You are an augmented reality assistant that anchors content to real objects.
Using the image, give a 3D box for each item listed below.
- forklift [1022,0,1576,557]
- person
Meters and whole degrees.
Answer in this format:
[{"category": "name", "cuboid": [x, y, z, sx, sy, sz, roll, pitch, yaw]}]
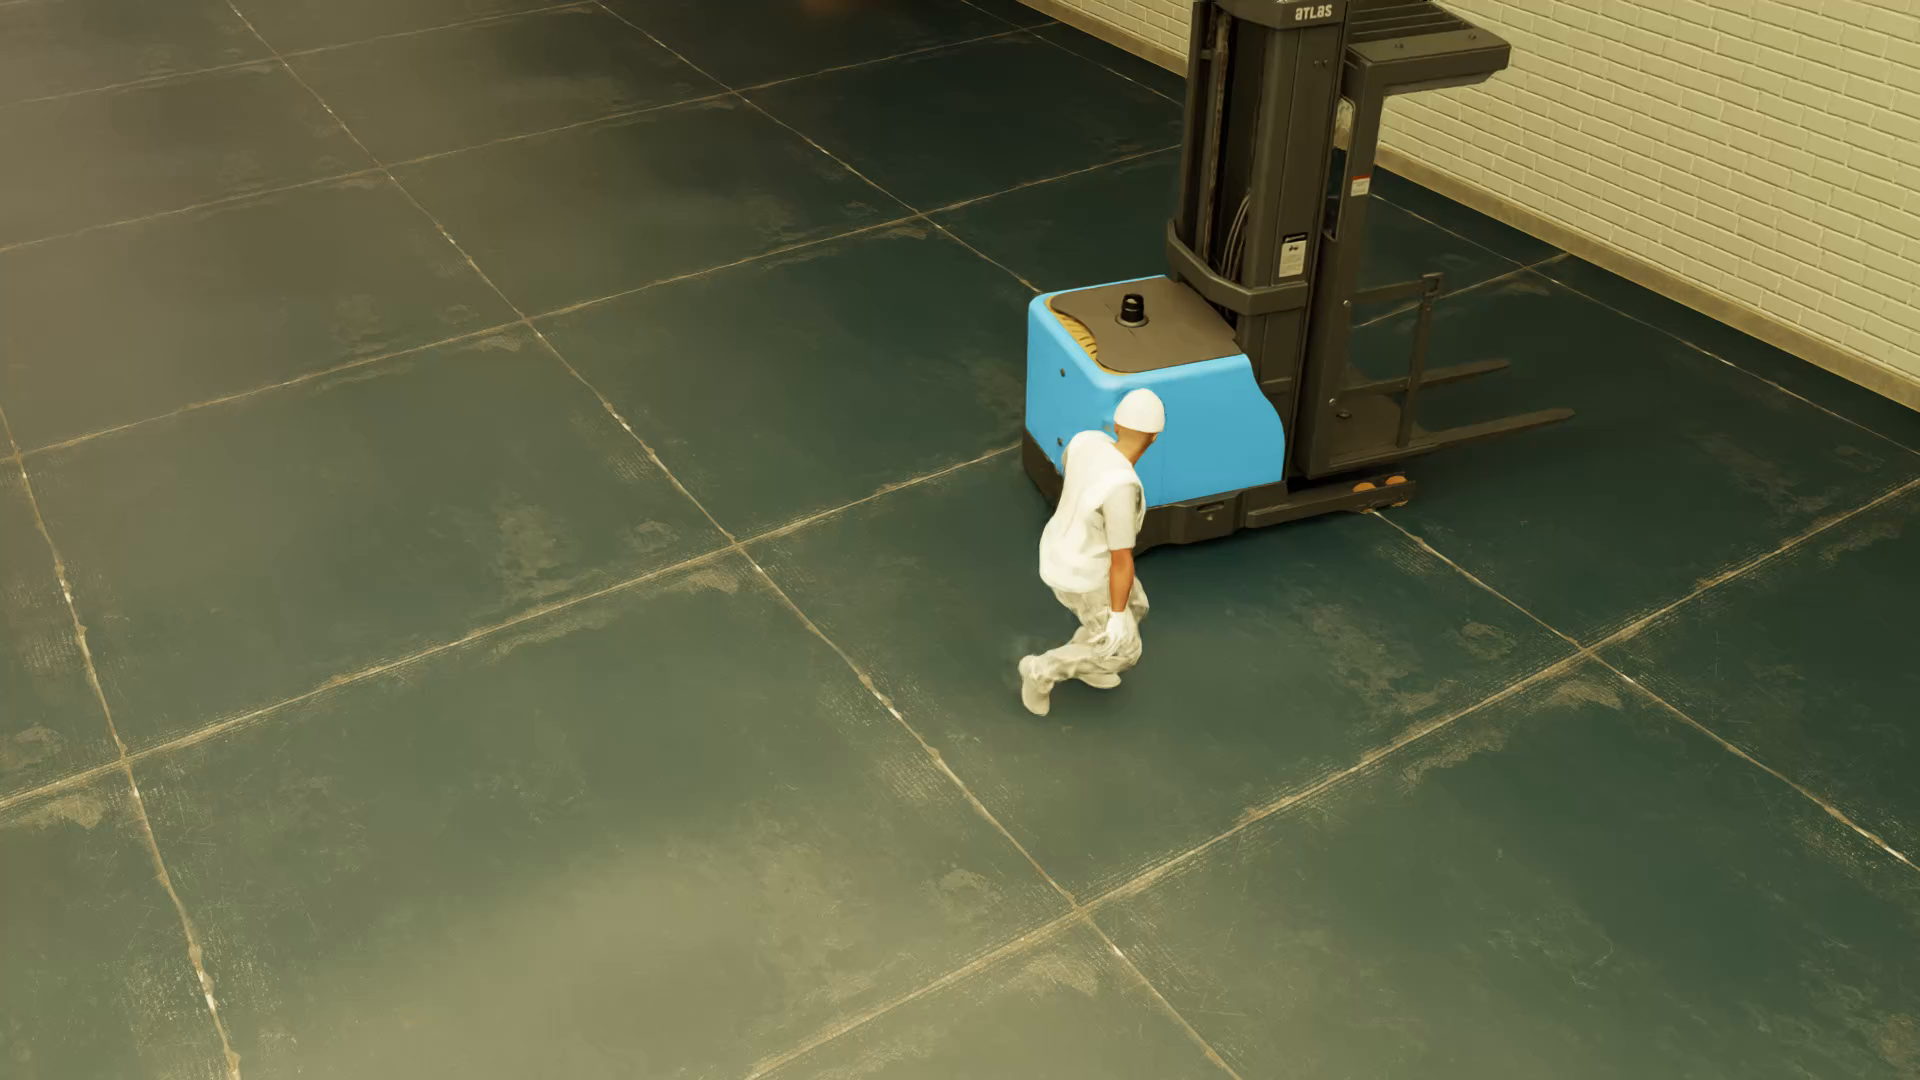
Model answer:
[{"category": "forklift", "cuboid": [1.916, -1.615, 8.447, 3.031, 2.935, 1.130, -12, 37, -16]}, {"category": "person", "cuboid": [0.557, 0.098, 7.216, 0.586, 1.593, 0.959, 1, 35, 2]}]
